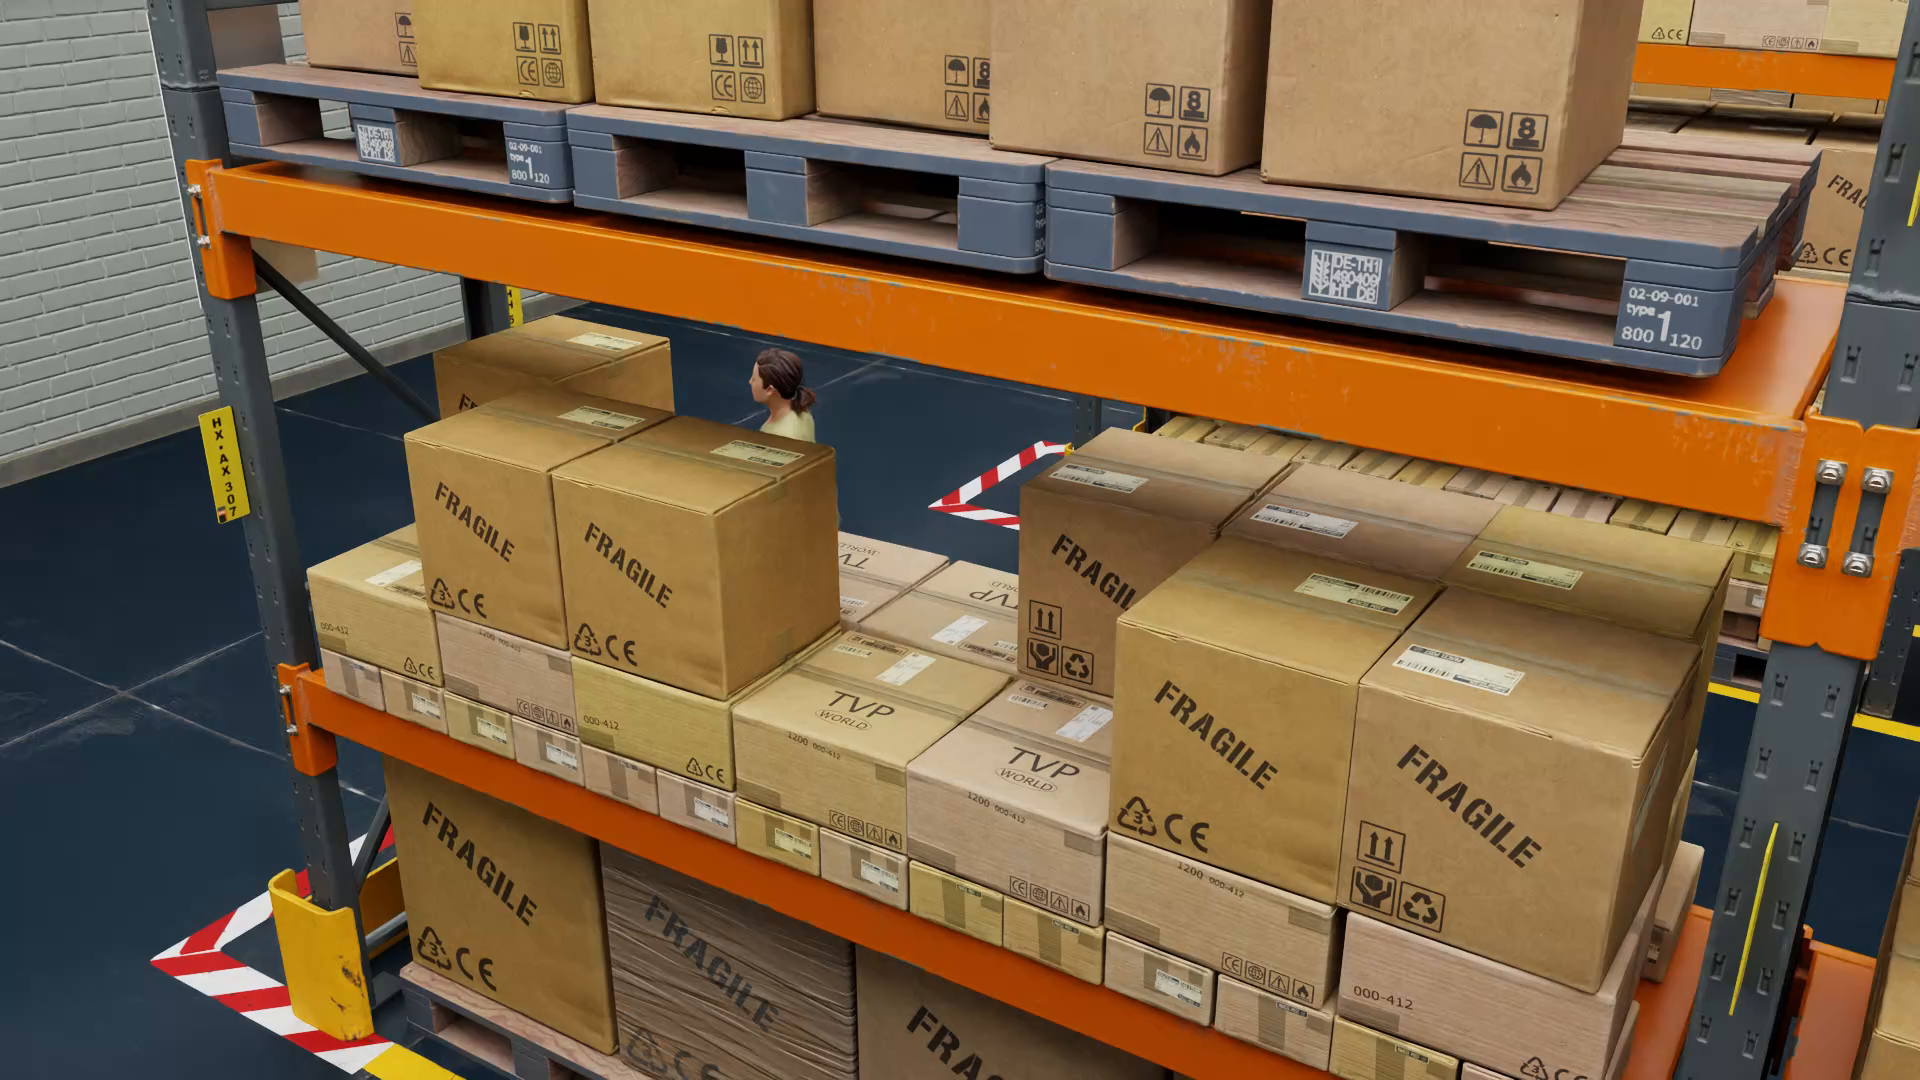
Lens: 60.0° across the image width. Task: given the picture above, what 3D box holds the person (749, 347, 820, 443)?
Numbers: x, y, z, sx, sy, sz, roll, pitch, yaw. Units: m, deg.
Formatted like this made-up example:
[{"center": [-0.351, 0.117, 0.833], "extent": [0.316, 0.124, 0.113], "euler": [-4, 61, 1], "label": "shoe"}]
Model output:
[{"center": [-0.654, -0.032, 7.160], "extent": [0.732, 1.654, 0.467], "euler": [1, 23, 3], "label": "person"}]
